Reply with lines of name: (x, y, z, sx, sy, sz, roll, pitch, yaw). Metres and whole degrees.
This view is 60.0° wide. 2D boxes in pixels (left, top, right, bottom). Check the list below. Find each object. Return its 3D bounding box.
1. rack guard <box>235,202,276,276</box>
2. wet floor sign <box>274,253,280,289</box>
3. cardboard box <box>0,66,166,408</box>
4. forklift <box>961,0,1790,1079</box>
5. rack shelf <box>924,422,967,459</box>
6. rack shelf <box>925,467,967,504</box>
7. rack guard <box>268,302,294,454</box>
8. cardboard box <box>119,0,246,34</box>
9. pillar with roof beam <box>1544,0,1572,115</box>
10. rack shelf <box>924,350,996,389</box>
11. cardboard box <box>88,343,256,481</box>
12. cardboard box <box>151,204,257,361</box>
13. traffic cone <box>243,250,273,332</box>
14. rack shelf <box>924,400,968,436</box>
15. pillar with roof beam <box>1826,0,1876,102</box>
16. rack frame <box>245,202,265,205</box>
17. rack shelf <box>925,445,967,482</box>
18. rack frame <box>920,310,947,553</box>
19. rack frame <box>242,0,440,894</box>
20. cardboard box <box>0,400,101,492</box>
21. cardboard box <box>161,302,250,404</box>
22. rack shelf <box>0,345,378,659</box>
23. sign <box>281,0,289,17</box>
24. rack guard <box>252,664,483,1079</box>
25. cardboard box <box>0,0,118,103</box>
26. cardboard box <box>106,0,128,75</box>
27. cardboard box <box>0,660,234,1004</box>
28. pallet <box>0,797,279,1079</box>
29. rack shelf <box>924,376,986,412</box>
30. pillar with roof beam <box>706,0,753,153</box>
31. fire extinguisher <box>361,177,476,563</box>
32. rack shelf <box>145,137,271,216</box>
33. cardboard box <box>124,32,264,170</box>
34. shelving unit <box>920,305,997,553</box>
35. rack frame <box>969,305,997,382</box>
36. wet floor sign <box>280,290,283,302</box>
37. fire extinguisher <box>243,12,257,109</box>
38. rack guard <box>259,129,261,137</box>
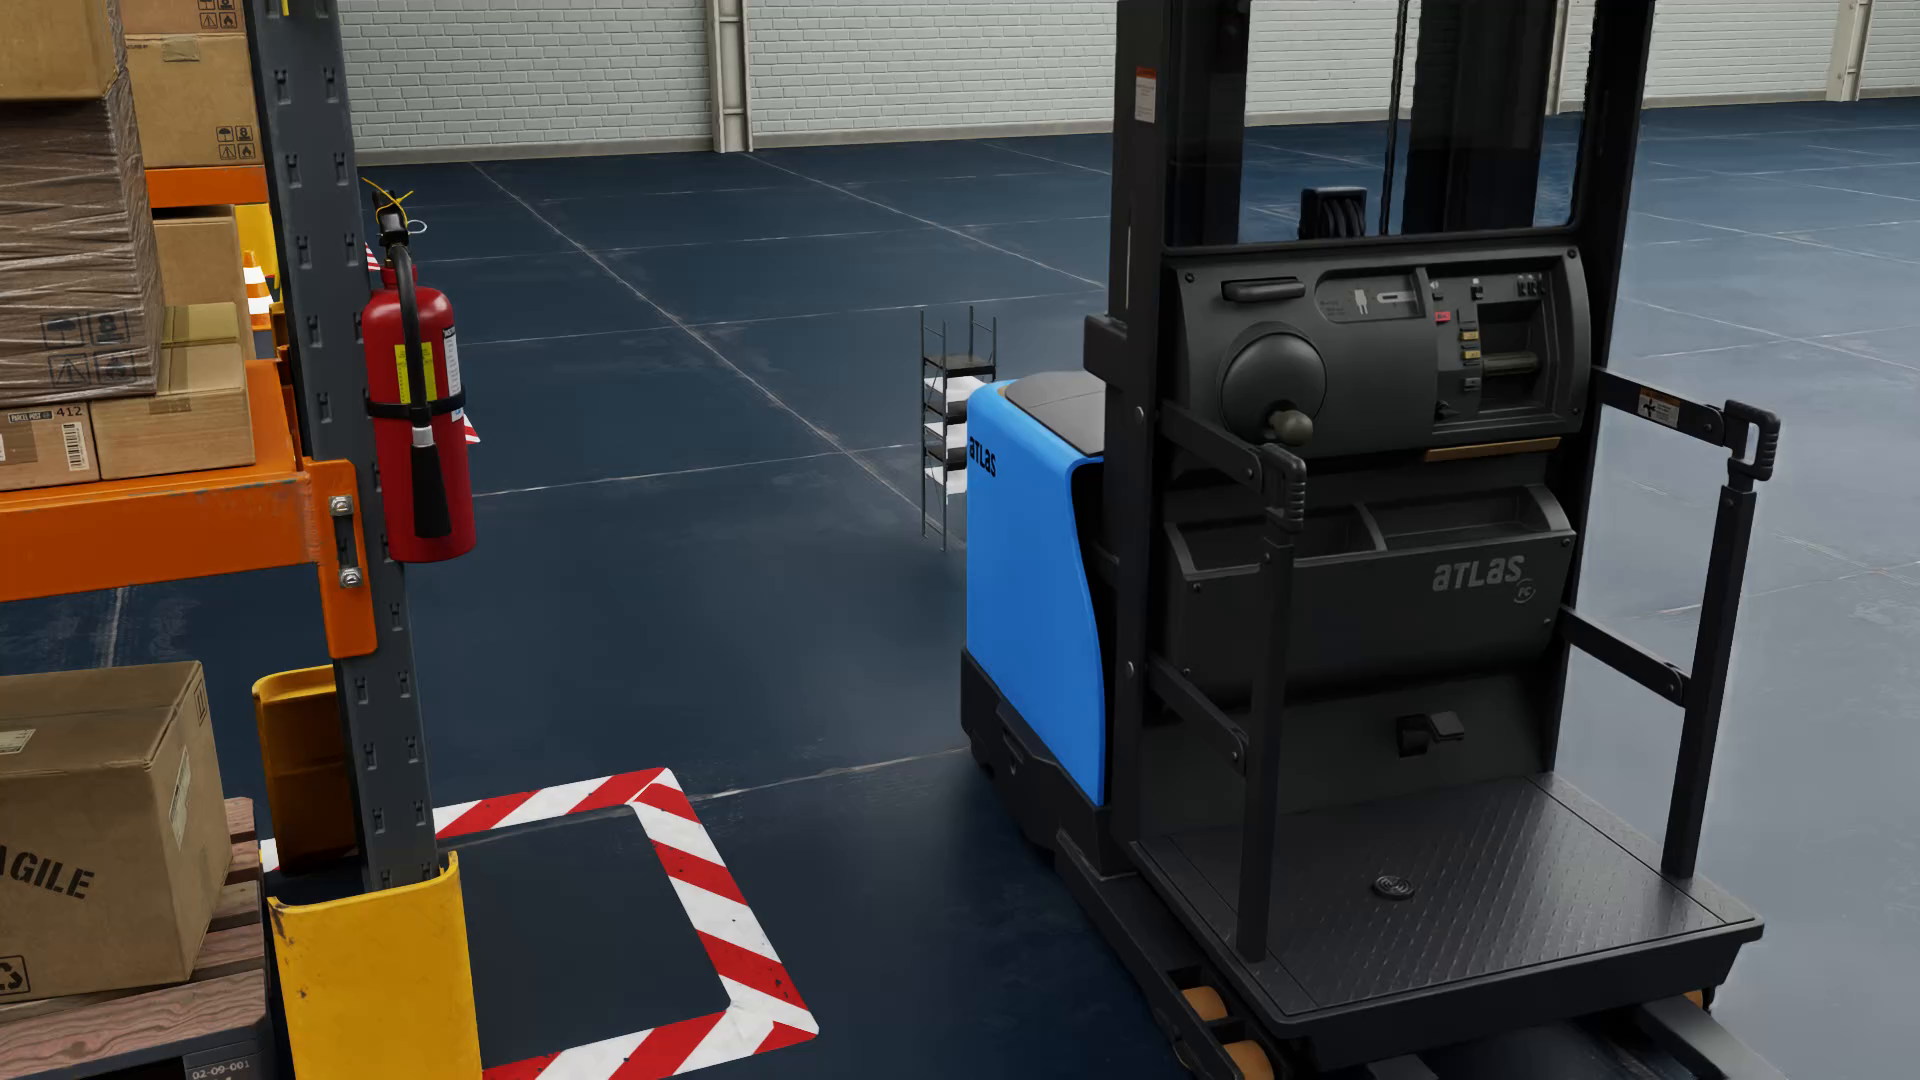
rack guard: (-5.267, -2.296, 12.290, 0.348, 0.500, 1.175, -8, 21, -22)
wet floor sign: (-4.599, -2.073, 11.438, 0.232, 0.644, 0.267, -1, 19, -3)
cardboard box: (-1.788, -0.586, 3.072, 0.500, 0.500, 0.875, -8, 21, -22)
forklift: (0.942, -0.382, 3.195, 1.130, 2.935, 3.031, -6, 20, -17)
rack shelf: (-0.007, -0.392, 6.381, 0.200, 0.077, 0.258, -8, 21, -22)
rack shelf: (-0.007, -0.222, 6.440, 0.200, 0.077, 0.258, -8, 21, -22)
rack guard: (-3.122, -0.813, 8.078, 0.348, 0.500, 1.175, -8, 21, -22)
cardboard box: (-3.500, -2.532, 7.344, 0.550, 0.550, 0.875, -8, 21, -22)
pillar with roof beam: (10.070, -9.066, 18.721, 0.400, 9.000, 9.100, -8, 21, -22)
rack shelf: (-0.007, -0.647, 6.291, 0.200, 0.077, 0.258, -8, 21, -22)
cardboard box: (-1.452, -0.244, 3.077, 0.250, 0.149, 0.380, -8, 21, -22)
cardboard box: (-3.740, -1.075, 7.626, 0.875, 0.875, 0.875, -8, 21, -22)
traffic cone: (-4.329, -1.545, 10.212, 0.334, 0.463, 0.336, -8, 21, -22)
rack shelf: (-0.007, -0.477, 6.351, 0.200, 0.077, 0.258, -8, 21, -22)
pillar with roof beam: (15.579, -9.855, 20.963, 0.400, 9.000, 9.100, -8, 21, -22)
rack frame: (-5.197, -3.485, 11.903, 0.127, 3.000, 1.000, -8, 21, -22)
rack shelf: (-0.007, -0.307, 6.411, 0.200, 0.077, 0.258, -8, 21, -22)
rack frame: (-0.101, -0.410, 6.332, 0.006, 0.900, 0.240, -8, 21, -22)
rack frame: (-1.272, -0.463, 3.320, 0.127, 3.000, 1.000, -8, 21, -22)
cardboard box: (-1.682, -0.211, 2.984, 0.250, 0.149, 0.380, -8, 21, -22)
cardboard box: (-1.628, -0.380, 3.462, 0.250, 0.149, 0.380, -8, 21, -22)
rack shelf: (-3.108, 0.140, 2.692, 4.000, 0.370, 1.077, -8, 21, -22)
sign: (-1.071, -0.986, 2.587, 0.005, 0.325, 0.100, -8, 21, -22)
rack guard: (-1.342, 0.726, 3.707, 0.348, 0.500, 1.175, -8, 21, -22)
cardboard box: (-1.679, -0.974, 2.668, 0.500, 0.500, 0.500, -8, 21, -22)
cardboard box: (-1.885, -1.133, 3.119, 0.500, 0.500, 0.500, -8, 21, -22)
cardboard box: (-1.852, 0.595, 3.447, 0.500, 0.500, 0.500, -4, 20, -12)
pallet: (-2.102, 0.959, 3.482, 1.213, 0.211, 1.003, -8, 21, -22)
rack shelf: (-0.007, -0.562, 6.321, 0.200, 0.077, 0.258, -8, 21, -22)
pillar with roof beam: (-0.949, -7.488, 14.238, 0.400, 9.000, 9.100, -8, 21, -22)
fire extinguisher: (-0.984, -0.301, 2.977, 0.183, 0.674, 0.296, -8, 21, -22)
rack shelf: (-4.980, -1.386, 7.026, 4.000, 0.370, 1.077, -8, 21, -22)
cardboard box: (-3.467, -1.997, 7.451, 0.550, 0.550, 0.875, -8, 21, -22)
shelving unit: (-0.007, -0.423, 6.370, 0.210, 0.900, 0.258, -8, 21, -22)
rack frame: (0.086, -0.437, 6.408, 0.006, 0.900, 0.240, -8, 21, -22)
wet floor sign: (-3.902, -1.486, 9.770, 0.232, 0.644, 0.267, -12, 23, -31)
fire extinguisher: (-4.910, -3.323, 11.560, 0.183, 0.674, 0.296, -8, 21, -22)
rack guard: (-7.145, -3.822, 16.625, 0.348, 0.500, 1.175, -8, 21, -22)
